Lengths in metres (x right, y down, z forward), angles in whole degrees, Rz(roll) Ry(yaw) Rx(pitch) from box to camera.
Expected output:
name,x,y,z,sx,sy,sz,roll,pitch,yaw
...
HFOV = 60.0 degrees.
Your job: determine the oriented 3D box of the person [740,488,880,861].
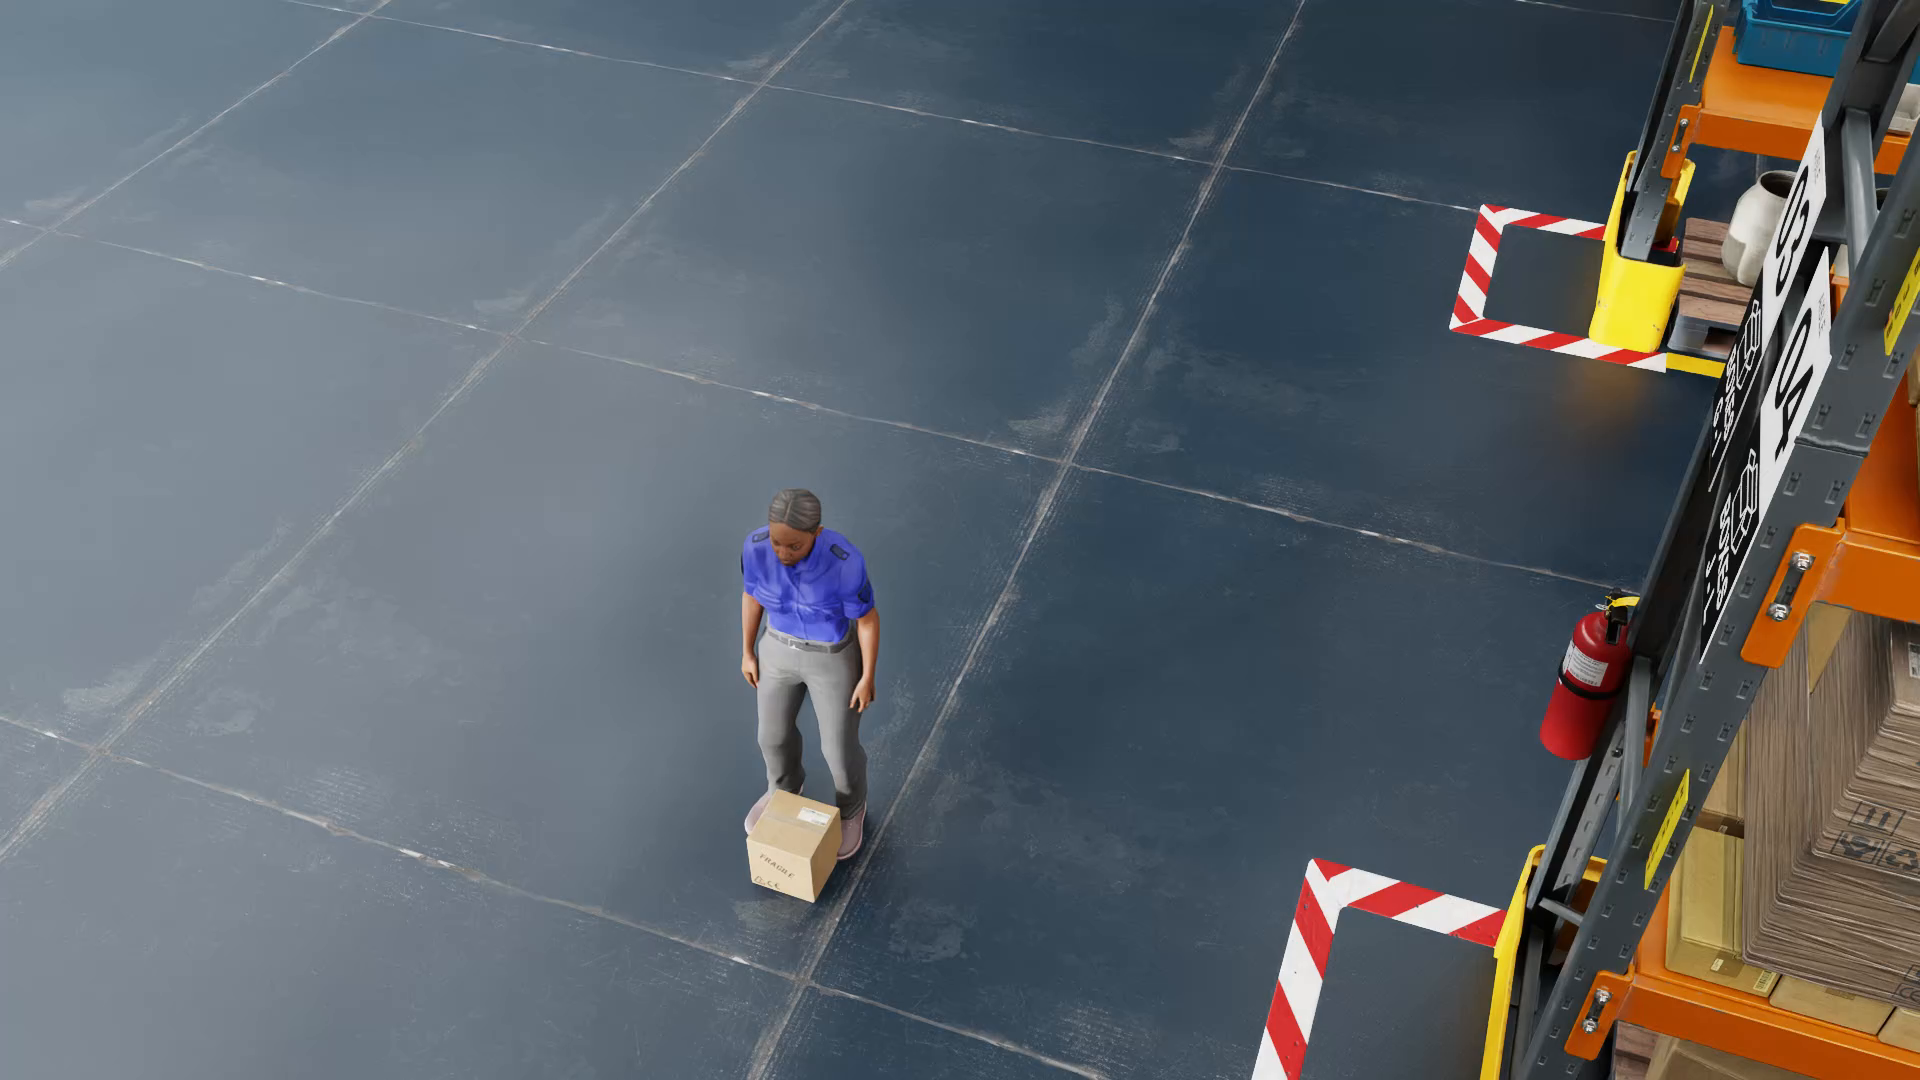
name,x,y,z,sx,sy,sz,roll,pitch,yaw
person,-0.525,0.427,5.686,0.512,1.653,0.352,12,43,13
